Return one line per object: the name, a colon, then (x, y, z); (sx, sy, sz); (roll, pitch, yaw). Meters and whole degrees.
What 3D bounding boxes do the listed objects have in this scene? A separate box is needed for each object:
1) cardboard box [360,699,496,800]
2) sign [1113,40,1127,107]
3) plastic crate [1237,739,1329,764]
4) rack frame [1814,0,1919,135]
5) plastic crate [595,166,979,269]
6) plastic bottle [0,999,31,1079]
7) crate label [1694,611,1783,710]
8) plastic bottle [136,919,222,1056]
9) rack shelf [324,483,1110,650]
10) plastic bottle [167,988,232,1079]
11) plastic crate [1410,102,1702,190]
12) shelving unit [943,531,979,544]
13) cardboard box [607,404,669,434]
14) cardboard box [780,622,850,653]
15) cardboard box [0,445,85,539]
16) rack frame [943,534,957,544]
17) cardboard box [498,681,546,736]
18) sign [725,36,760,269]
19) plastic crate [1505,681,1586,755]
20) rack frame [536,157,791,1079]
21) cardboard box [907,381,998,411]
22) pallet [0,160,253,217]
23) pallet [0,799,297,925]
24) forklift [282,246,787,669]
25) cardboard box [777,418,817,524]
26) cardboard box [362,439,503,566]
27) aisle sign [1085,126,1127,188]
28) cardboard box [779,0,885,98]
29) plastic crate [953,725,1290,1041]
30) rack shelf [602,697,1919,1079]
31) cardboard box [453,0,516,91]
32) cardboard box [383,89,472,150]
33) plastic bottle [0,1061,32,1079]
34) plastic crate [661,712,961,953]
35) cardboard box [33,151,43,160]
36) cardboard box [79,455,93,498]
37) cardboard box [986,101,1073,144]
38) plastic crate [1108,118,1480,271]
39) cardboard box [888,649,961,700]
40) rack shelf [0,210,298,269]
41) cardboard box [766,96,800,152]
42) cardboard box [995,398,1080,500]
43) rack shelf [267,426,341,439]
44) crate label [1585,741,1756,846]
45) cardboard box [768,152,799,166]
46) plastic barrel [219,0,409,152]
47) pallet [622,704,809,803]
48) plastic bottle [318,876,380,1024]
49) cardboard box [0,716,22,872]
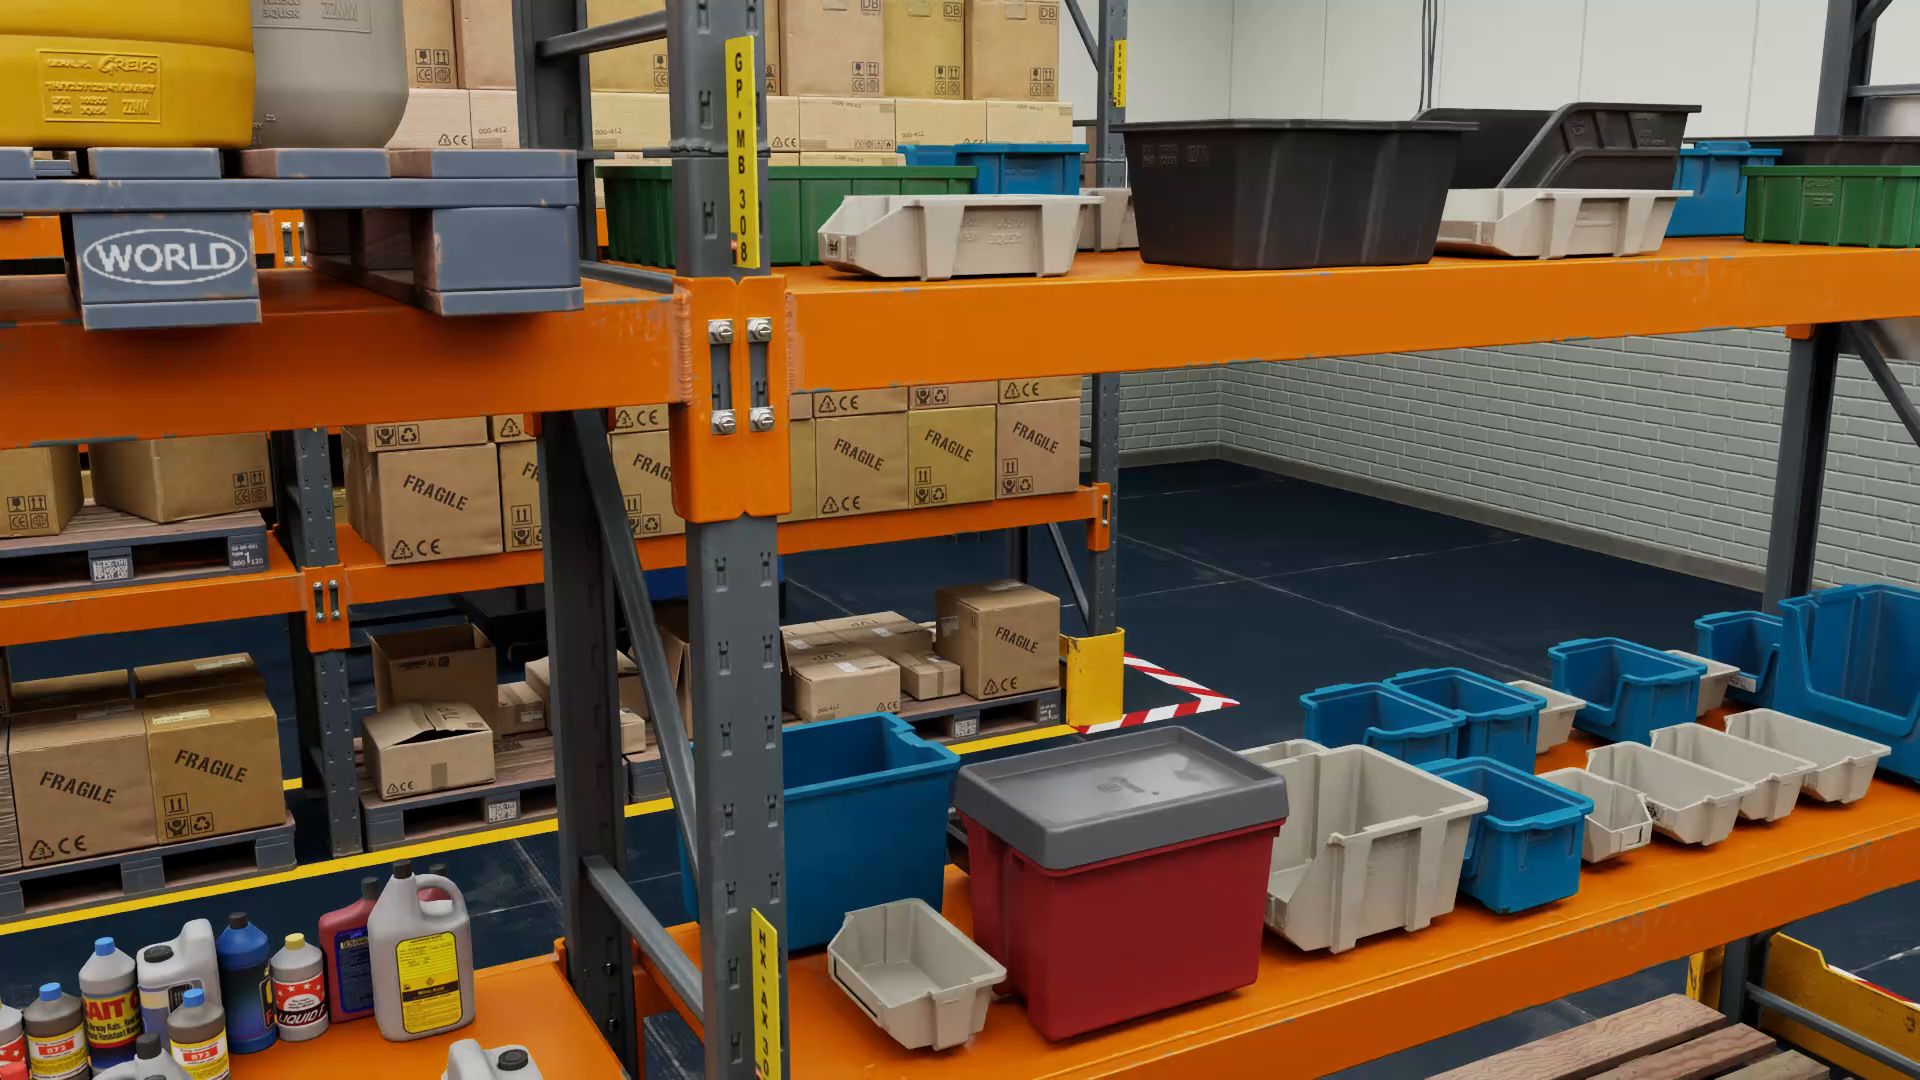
cardboard box: (-2.477, 0.940, 7.724); (0.500, 0.311, 0.500); (-7, 14, -28)
sign: (0.810, -2.362, 8.425); (0.005, 0.325, 0.100); (-7, 14, -28)
plastic crate: (0.806, 0.658, 4.317); (0.466, 0.136, 0.293); (-7, 14, -28)
rack frame: (2.932, -2.548, 4.434); (0.127, 3.000, 1.000); (-7, 14, -28)
plastic crate: (-0.352, -0.663, 3.374); (0.662, 0.188, 0.450); (-7, 14, -28)
plastic bottle: (-1.774, 0.938, 3.062); (0.097, 0.201, 0.097); (0, 13, 0)
crate label: (2.558, 0.394, 5.271); (0.303, 0.233, 0.416); (-7, 14, -28)
plastic bottle: (-1.489, 0.874, 3.176); (0.135, 0.276, 0.152); (-7, 14, -28)
rack shelf: (-1.193, -0.015, 8.480); (4.000, 0.370, 1.077); (-7, 14, -28)
plastic bottle: (-1.413, 0.933, 3.086); (0.097, 0.201, 0.097); (0, 13, 0)
plastic crate: (1.460, -0.946, 4.292); (0.767, 0.338, 0.504); (-7, 14, -28)
shelving unit: (0.007, -0.440, 13.514); (0.210, 0.900, 0.258); (-7, 14, -28)
cardboard box: (-1.496, -0.795, 7.807); (0.500, 0.500, 0.500); (-7, 15, -30)
cardboard box: (-0.929, 0.659, 9.111); (0.500, 0.250, 0.500); (-7, 14, -28)
cardboard box: (-4.045, -0.317, 7.004); (0.500, 0.500, 0.700); (-4, 13, -19)
rack frame: (-0.082, -0.429, 13.467); (0.006, 0.900, 0.240); (-7, 14, -28)
cardboard box: (-2.284, 0.855, 8.467); (0.250, 0.149, 0.380); (-7, 14, -28)
sign: (-0.317, -0.562, 2.421); (0.005, 0.325, 0.100); (-7, 14, -28)
plastic crate: (1.641, 0.530, 4.886); (0.298, 0.136, 0.250); (-7, 14, -28)
rack frame: (-0.579, 0.800, 3.223); (0.127, 3.000, 1.000); (-7, 14, -28)
cardboard box: (-0.140, -0.959, 8.535); (0.500, 0.500, 0.500); (-6, 14, -26)
pallet: (-3.555, -1.472, 6.913); (1.003, 0.211, 1.213); (-7, 14, -28)
pallet: (-3.645, 1.298, 7.360); (1.213, 0.211, 1.003); (-7, 14, -28)
forklift: (-2.684, -0.778, 10.392); (3.031, 2.935, 1.130); (-7, 15, -30)
cardboard box: (-1.037, -0.365, 8.173); (0.500, 0.500, 0.500); (-7, 14, -29)
cardboard box: (-2.371, -0.205, 7.460); (0.500, 0.500, 0.500); (-6, 14, -26)
aisle sign: (0.769, -1.792, 8.820); (0.004, 0.787, 0.394); (-7, 14, -28)
cardboard box: (-0.748, -2.409, 8.145); (0.500, 0.500, 0.700); (-7, 14, -28)
plastic crate: (0.325, 0.694, 3.412); (0.583, 0.464, 0.402); (-7, 14, -28)
rack shelf: (1.177, 0.940, 4.237); (4.000, 0.370, 1.077); (-7, 14, -28)
cardboard box: (-2.033, -2.239, 7.389); (0.500, 0.500, 0.700); (-7, 14, -28)
cardboard box: (-2.403, -1.793, 7.113); (0.500, 0.250, 0.500); (-7, 14, -28)
plastic bottle: (-1.460, 0.975, 2.556); (0.185, 0.351, 0.144); (-7, 14, -28)
plastic crate: (-0.332, 0.664, 3.729); (0.575, 0.384, 0.392); (-7, 14, -28)
cardboard box: (-4.002, -1.807, 6.565); (0.600, 0.600, 0.600); (-7, 14, -28)
cardboard box: (-5.834, -0.172, 11.481); (0.750, 0.750, 0.750); (-7, 14, -27)
cardboard box: (0.233, -2.107, 8.510); (0.500, 0.250, 0.500); (-7, 14, -28)
plastic crate: (0.643, -0.678, 3.254); (0.590, 0.269, 0.497); (-7, 14, -28)
cardboard box: (-0.196, 0.722, 9.022); (0.250, 0.166, 0.380); (-7, 14, -28)
rack shelf: (-4.704, -1.057, 6.281); (4.000, 0.370, 1.077); (-7, 14, -28)
cardboard box: (-1.082, -1.948, 7.806); (0.500, 0.250, 0.500); (-7, 14, -28)
cardboard box: (0.299, -0.525, 8.883); (0.500, 0.500, 0.500); (-6, 14, -26)
rack shelf: (-3.570, -0.969, 12.721); (4.000, 0.370, 1.077); (-7, 14, -28)
crate label: (1.809, 0.661, 4.305); (0.243, 0.136, 0.396); (-7, 14, -28)
cardboard box: (-1.086, -1.706, 7.868); (0.500, 0.250, 0.500); (-7, 14, -28)
plastic barrel: (-1.161, -0.928, 2.801); (0.433, 0.535, 0.433); (0, 13, 0)
pallet: (-1.273, 1.004, 8.667); (1.213, 0.211, 1.003); (-7, 14, -28)
plastic bottle: (-1.222, 0.827, 3.367); (0.133, 0.283, 0.061); (-7, 14, -28)
cardboard box: (-4.123, 1.060, 6.759); (0.500, 0.500, 0.500); (-7, 14, -27)
